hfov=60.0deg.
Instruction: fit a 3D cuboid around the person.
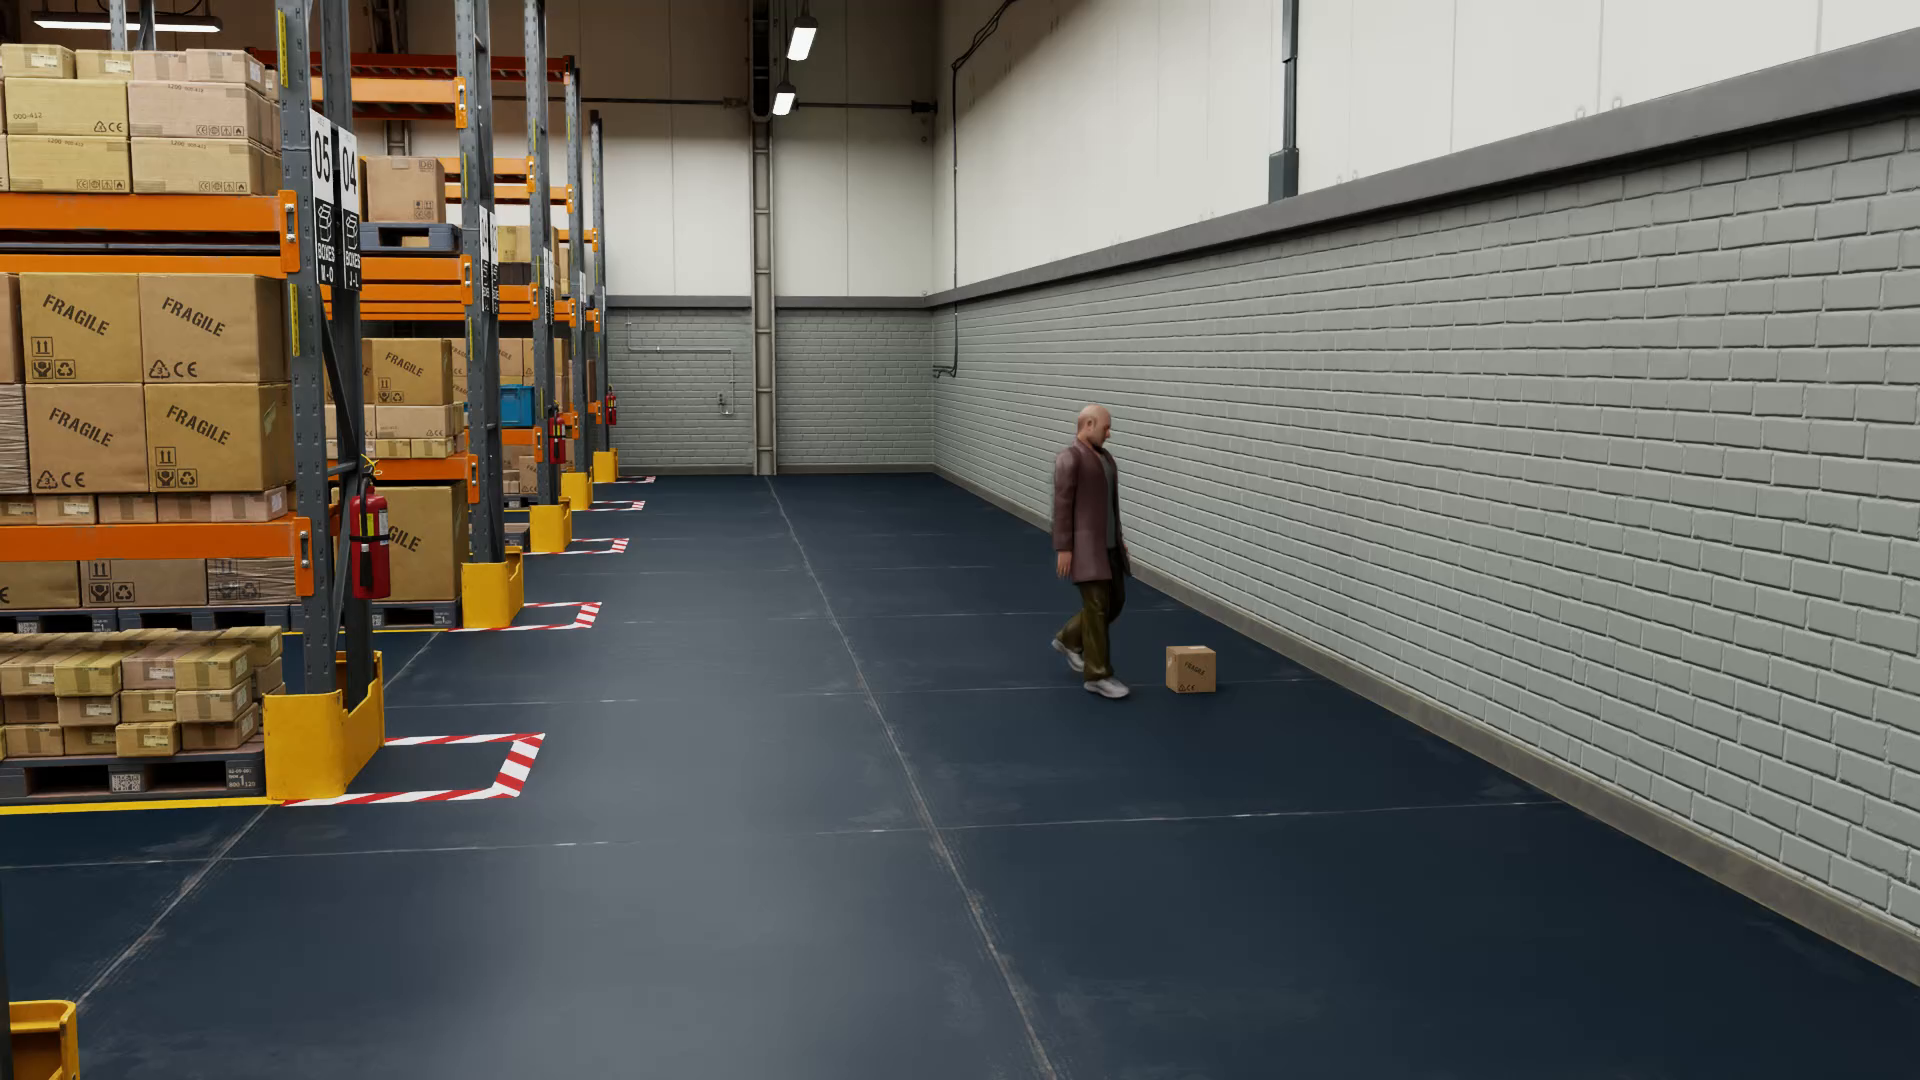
[{"bbox_3d":[0.819,0.042,10.367,0.794,1.770,0.636,4,8,35],"label":"person"}]
